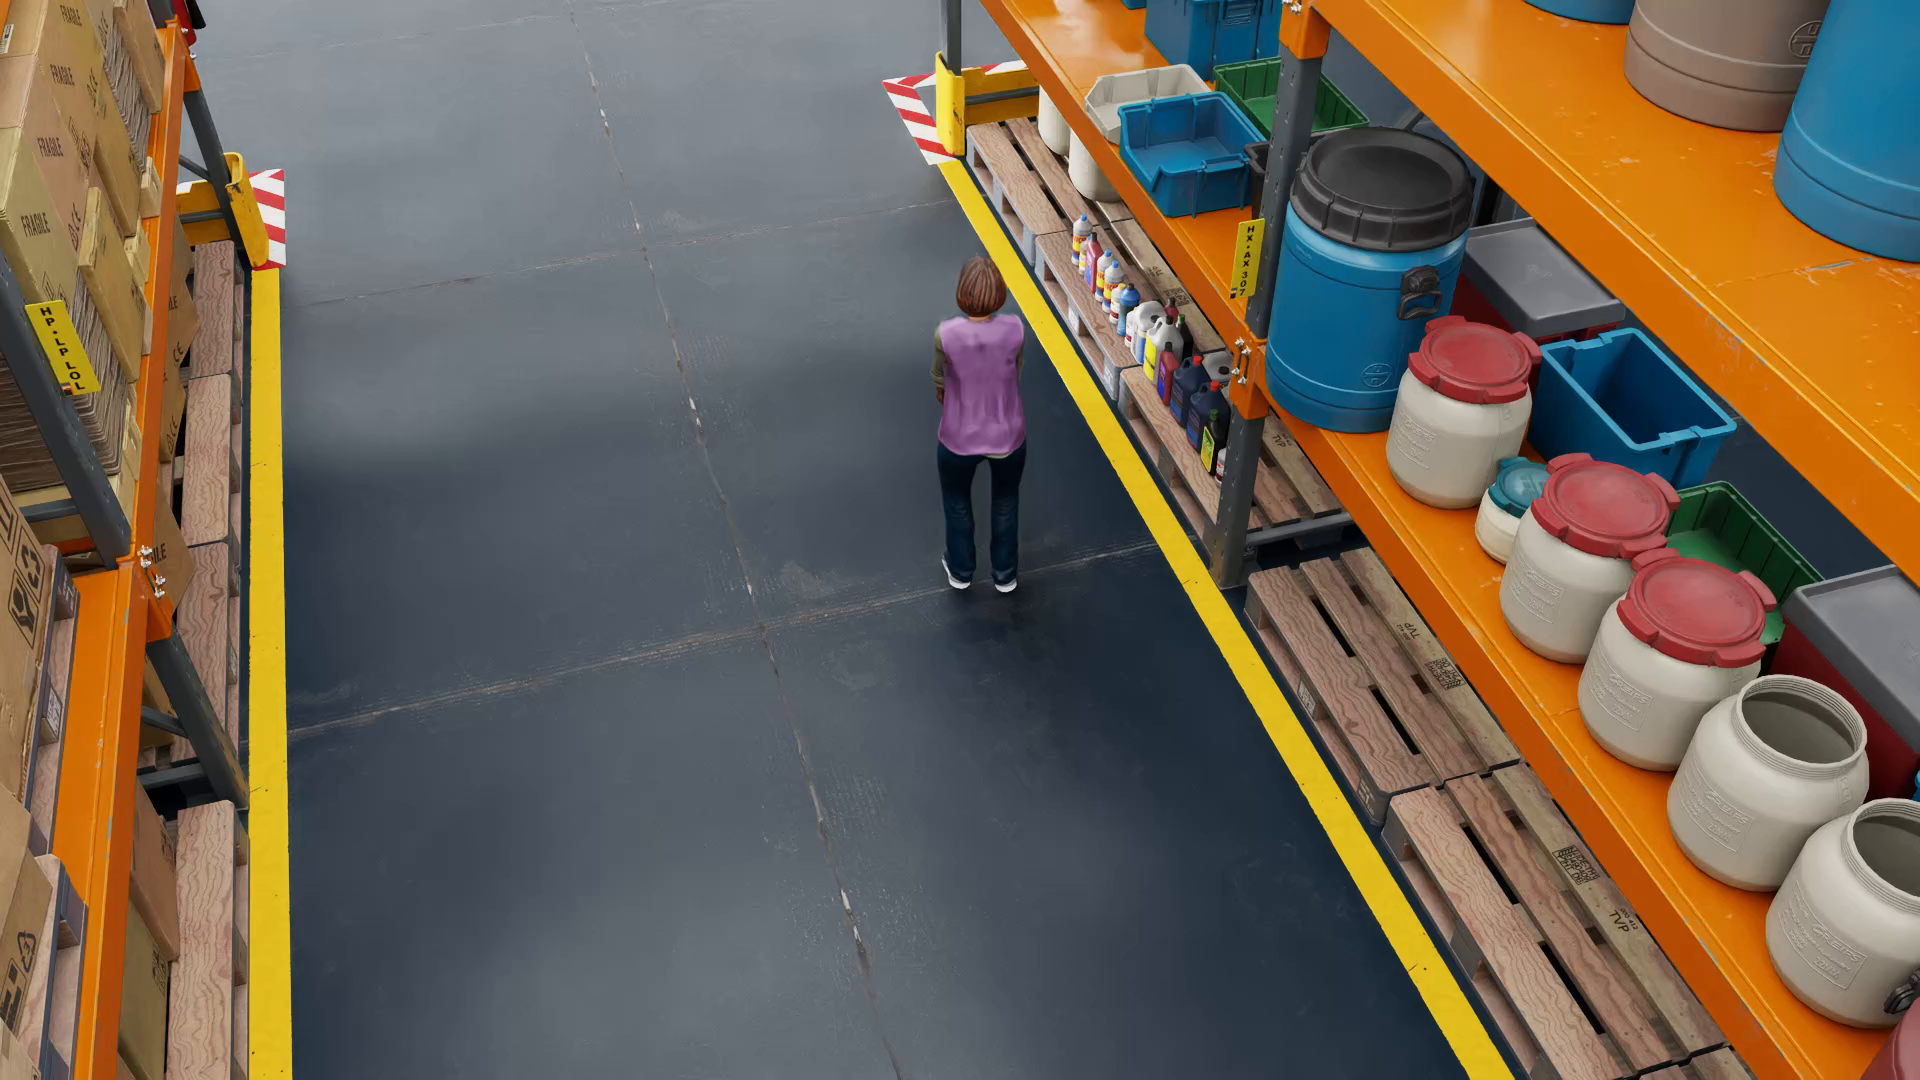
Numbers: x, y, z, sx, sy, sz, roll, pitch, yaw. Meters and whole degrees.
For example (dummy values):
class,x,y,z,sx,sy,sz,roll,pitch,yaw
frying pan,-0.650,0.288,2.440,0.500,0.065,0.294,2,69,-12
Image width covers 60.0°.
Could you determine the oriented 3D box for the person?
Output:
class,x,y,z,sx,sy,sz,roll,pitch,yaw
person,0.077,-0.470,6.679,0.404,1.596,0.490,-3,43,-3
